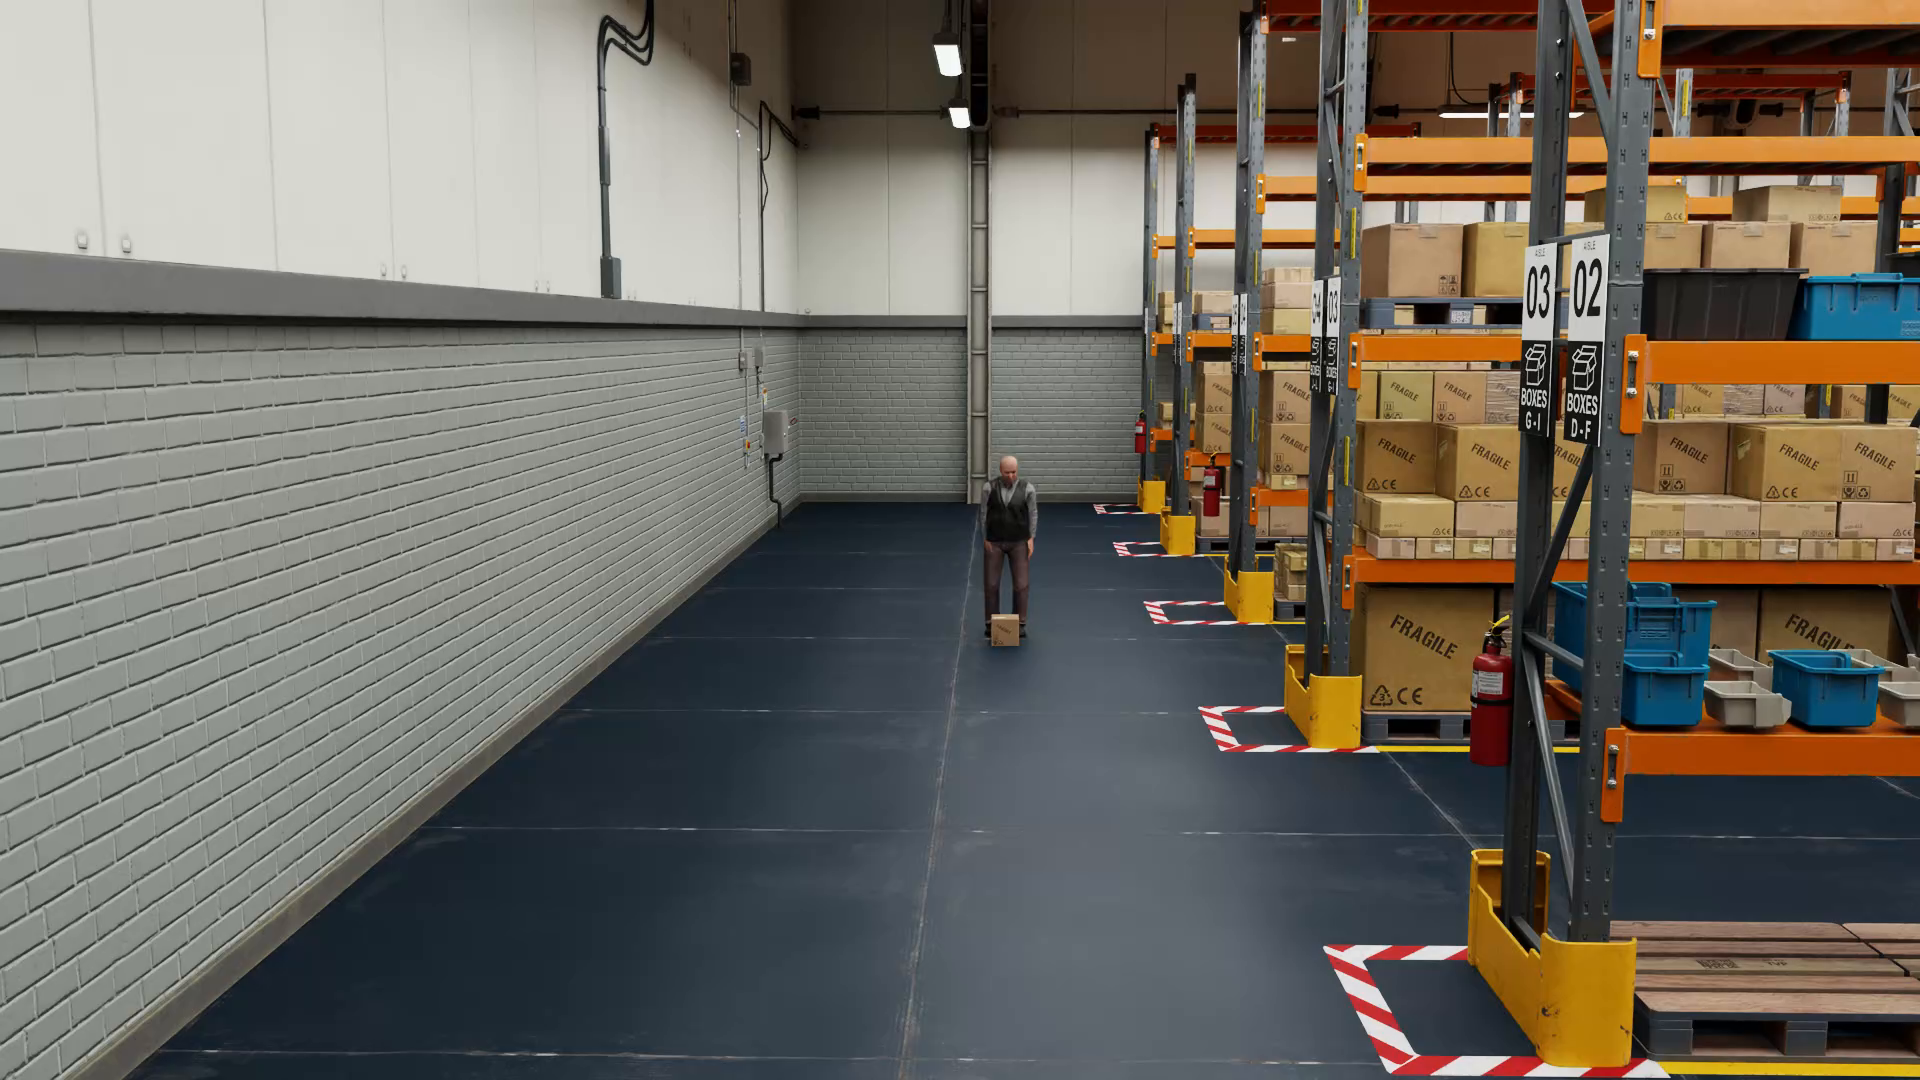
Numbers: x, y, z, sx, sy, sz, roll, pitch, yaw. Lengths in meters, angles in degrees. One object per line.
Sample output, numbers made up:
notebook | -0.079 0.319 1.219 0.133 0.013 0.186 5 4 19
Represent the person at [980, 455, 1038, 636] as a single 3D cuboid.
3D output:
person | 0.459 0.050 15.601 0.546 1.697 0.378 0 7 3
